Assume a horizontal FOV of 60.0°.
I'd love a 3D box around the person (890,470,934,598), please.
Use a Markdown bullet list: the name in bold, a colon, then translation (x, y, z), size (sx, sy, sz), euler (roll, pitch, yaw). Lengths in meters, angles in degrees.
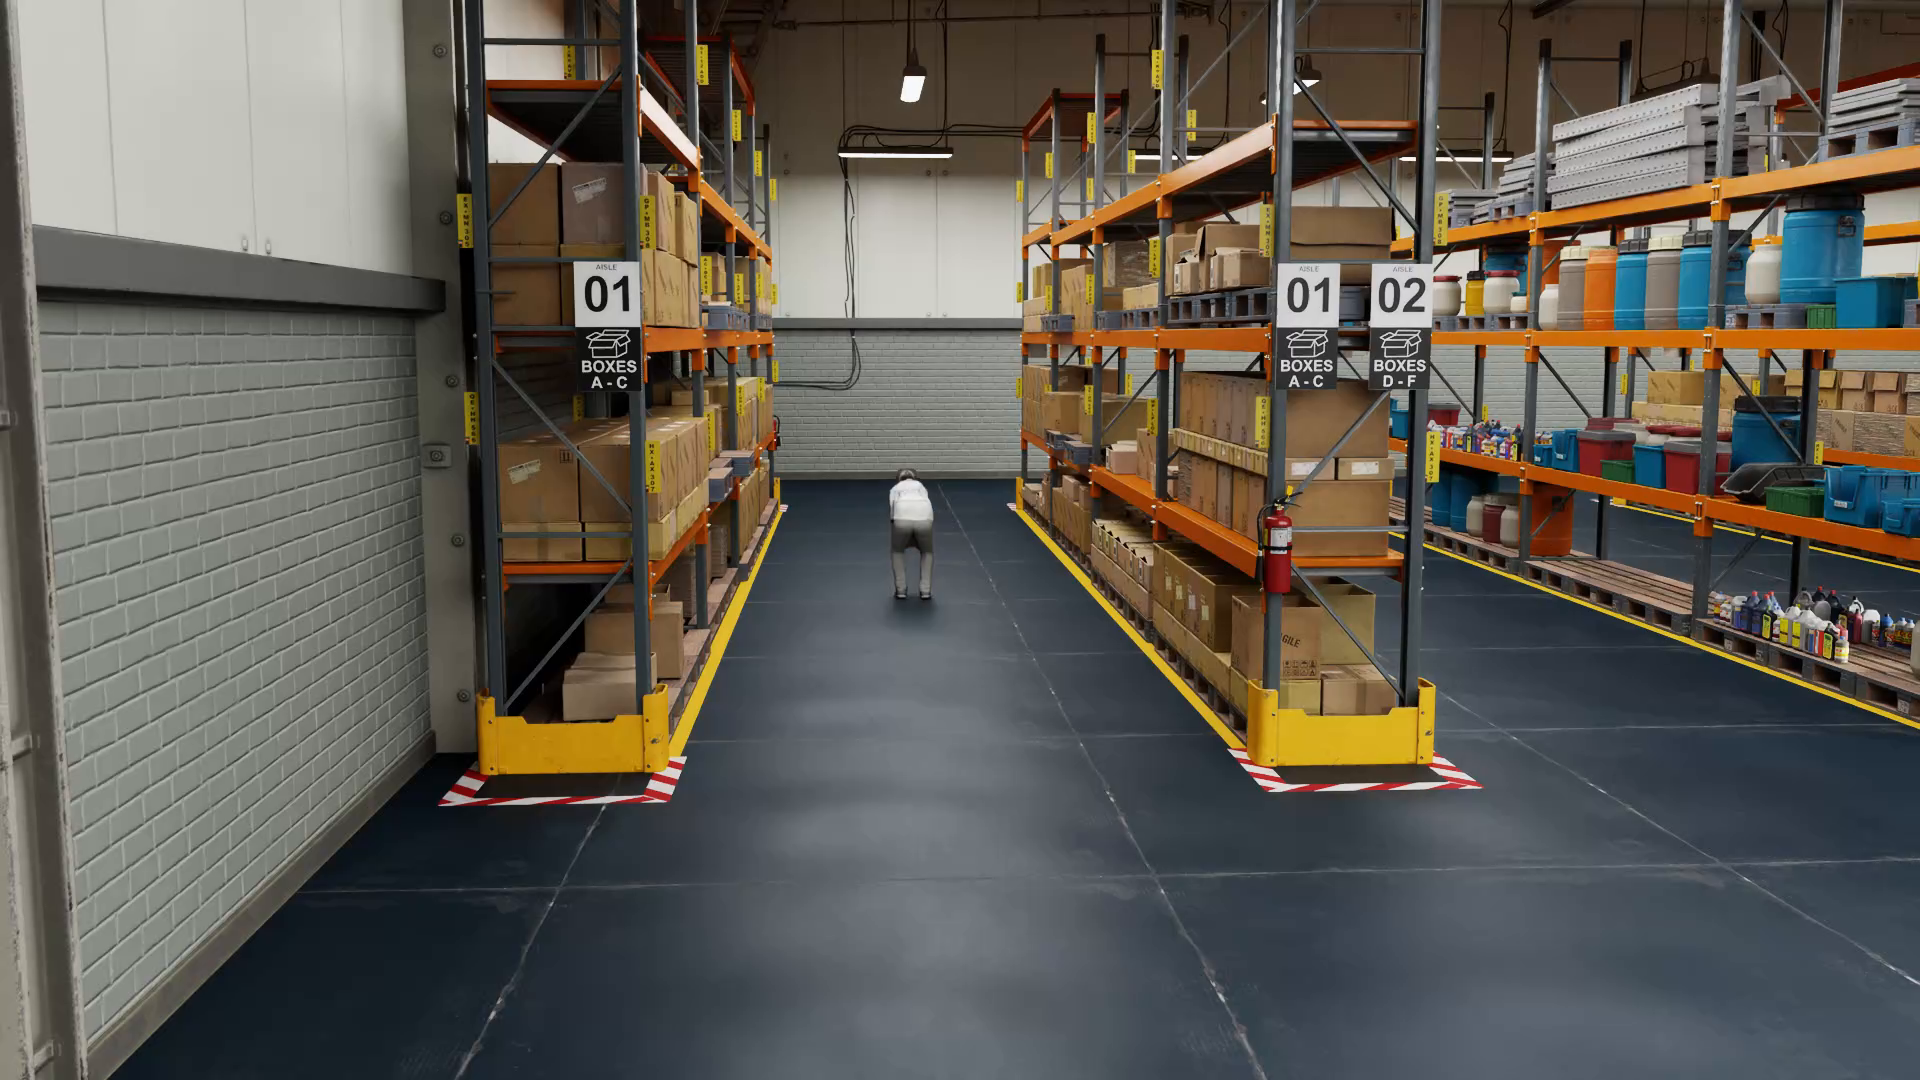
- **person**: translation (-0.521, -0.063, 17.684), size (0.465, 1.325, 0.872), euler (-1, 7, -5)
